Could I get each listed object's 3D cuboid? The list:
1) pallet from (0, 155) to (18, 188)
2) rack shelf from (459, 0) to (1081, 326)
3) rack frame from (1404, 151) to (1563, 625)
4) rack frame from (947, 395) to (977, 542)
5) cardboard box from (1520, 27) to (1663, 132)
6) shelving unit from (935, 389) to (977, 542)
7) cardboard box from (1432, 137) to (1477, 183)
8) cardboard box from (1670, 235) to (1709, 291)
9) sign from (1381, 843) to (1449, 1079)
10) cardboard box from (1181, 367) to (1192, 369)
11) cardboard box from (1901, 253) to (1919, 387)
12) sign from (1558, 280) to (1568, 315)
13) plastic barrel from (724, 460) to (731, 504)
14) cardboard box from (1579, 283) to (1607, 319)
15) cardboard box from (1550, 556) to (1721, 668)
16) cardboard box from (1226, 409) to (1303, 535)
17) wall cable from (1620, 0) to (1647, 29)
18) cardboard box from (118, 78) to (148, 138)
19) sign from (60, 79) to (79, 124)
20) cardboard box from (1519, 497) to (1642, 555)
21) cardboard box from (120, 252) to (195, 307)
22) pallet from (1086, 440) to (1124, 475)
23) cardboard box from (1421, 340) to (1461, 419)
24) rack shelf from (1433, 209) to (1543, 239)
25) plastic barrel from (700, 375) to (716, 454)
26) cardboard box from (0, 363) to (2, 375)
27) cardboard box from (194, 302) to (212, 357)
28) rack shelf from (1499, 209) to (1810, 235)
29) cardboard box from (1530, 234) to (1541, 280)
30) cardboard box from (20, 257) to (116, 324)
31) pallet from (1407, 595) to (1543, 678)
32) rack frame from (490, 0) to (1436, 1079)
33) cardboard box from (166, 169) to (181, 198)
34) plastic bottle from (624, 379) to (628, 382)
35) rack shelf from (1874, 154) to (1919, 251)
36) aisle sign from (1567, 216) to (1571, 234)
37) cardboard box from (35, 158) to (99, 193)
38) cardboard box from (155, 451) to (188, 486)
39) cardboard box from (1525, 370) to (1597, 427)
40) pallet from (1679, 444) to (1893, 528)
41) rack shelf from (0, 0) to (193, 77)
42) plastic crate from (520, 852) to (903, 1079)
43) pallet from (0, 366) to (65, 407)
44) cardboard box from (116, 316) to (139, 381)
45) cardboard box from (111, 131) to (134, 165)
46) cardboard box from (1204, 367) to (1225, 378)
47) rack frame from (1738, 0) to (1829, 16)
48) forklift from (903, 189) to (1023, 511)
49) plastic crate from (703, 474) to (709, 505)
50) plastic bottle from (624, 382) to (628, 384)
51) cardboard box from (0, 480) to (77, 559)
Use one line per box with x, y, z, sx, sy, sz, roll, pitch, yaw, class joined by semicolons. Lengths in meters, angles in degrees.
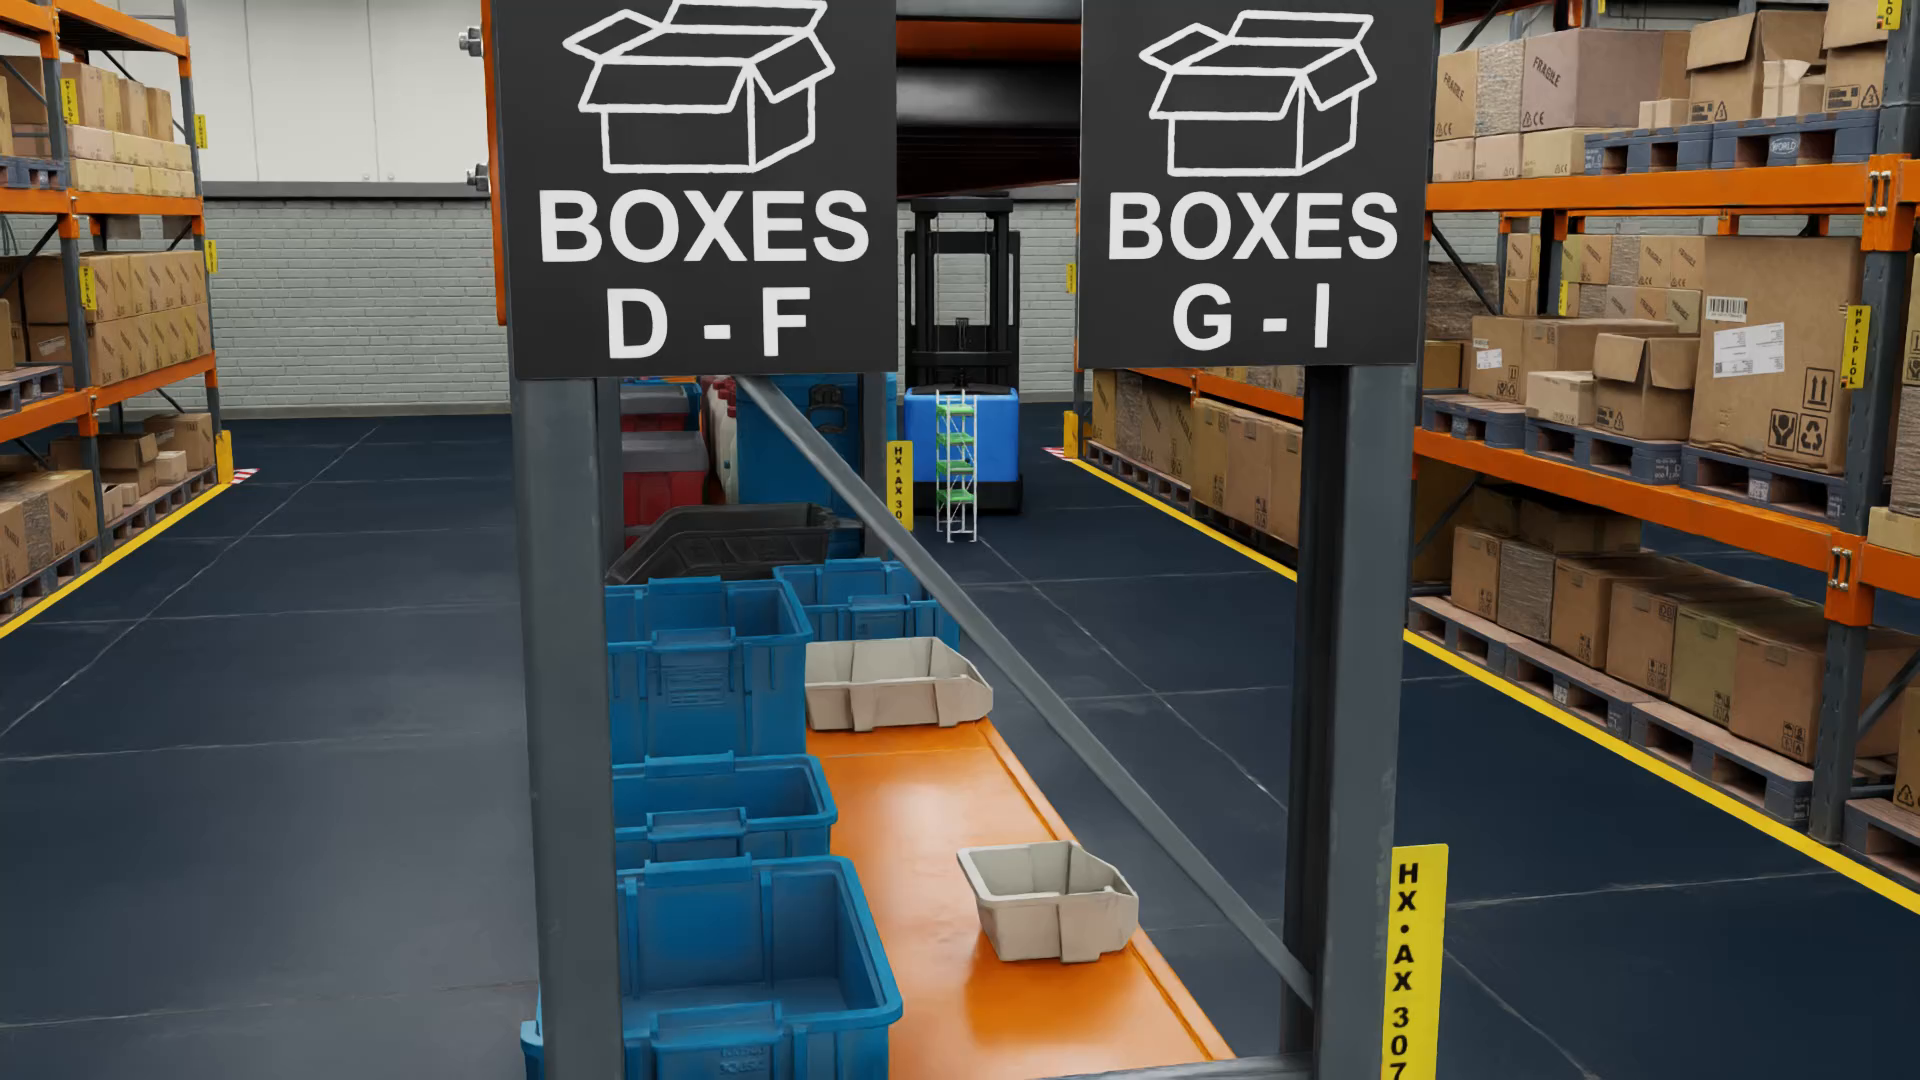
-6.912;-2.395;10.736;1.213;0.211;1.003;-2;11;-11;pallet
-0.370;-0.791;3.733;1.077;0.370;4.000;-2;11;-11;rack shelf
3.321;-0.952;10.674;1.000;3.000;0.127;-2;11;-11;rack frame
0.015;-0.575;13.509;0.240;1.200;0.015;-2;11;-11;rack frame
3.360;-2.439;8.863;0.500;0.500;0.500;-2;11;-13;cardboard box
-0.032;-0.620;13.744;0.258;1.200;0.503;-2;11;-11;shelving unit
3.163;-2.256;9.906;0.500;0.250;0.500;-2;11;-10;cardboard box
7.071;-2.610;15.650;0.500;0.500;0.500;-3;11;-13;cardboard box
0.559;0.541;2.094;0.100;0.325;0.005;-2;11;-11;sign
2.163;-1.606;14.783;0.380;0.149;0.250;-2;11;-11;cardboard box
3.937;-0.813;6.207;0.500;0.500;0.500;-2;11;-11;cardboard box
3.852;-1.503;10.686;0.100;0.325;0.005;-2;11;-11;sign
-0.866;-0.218;7.191;0.301;0.262;0.301;0;11;0;plastic barrel
6.784;-2.403;17.235;0.500;0.500;0.500;-2;11;-12;cardboard box
3.709;0.387;9.148;0.700;0.500;0.500;-1;11;-6;cardboard box
2.862;-0.567;13.214;1.225;0.875;0.875;-3;11;-13;cardboard box
10.103;-6.759;25.143;0.463;3.000;0.029;-2;11;-11;wall cable
-7.620;-3.797;14.659;0.700;0.500;0.500;-2;11;-11;cardboard box
-6.631;-3.268;12.383;0.100;0.325;0.005;-2;11;-11;sign
3.594;-0.090;9.648;0.500;0.250;0.500;-1;11;-5;cardboard box
-7.497;-2.435;15.528;0.500;0.500;0.500;-2;11;-9;cardboard box
1.998;-0.905;17.888;1.003;0.211;1.213;-2;11;-11;pallet
2.982;-1.082;11.093;0.500;0.500;0.500;-2;11;-9;cardboard box
2.932;-2.439;12.388;1.077;0.370;4.000;-2;11;-11;rack shelf
-1.150;-0.764;9.326;0.600;0.536;0.708;-2;11;-11;plastic barrel
-7.106;-1.362;11.441;0.700;0.500;0.500;0;11;-2;cardboard box
-7.599;-2.036;16.105;0.500;0.500;0.500;-2;11;-9;cardboard box
7.039;-3.334;17.093;1.077;0.370;4.000;-2;11;-11;rack shelf
6.581;-3.083;18.134;0.500;0.500;0.500;-2;11;-9;cardboard box
-6.990;-1.963;13.044;0.500;0.500;0.500;-2;11;-10;cardboard box
3.472;0.562;10.182;1.003;0.211;1.213;-2;11;-11;pallet
0.022;0.696;2.020;0.949;2.616;0.053;-2;11;-11;rack frame
-7.508;-3.282;15.299;0.500;0.250;0.500;-2;11;-11;cardboard box
-2.159;-0.903;10.760;0.097;0.271;0.097;0;11;0;plastic bottle
4.488;-0.971;4.679;1.077;0.370;4.000;-2;11;-11;rack shelf
6.930;-3.882;19.118;0.394;0.787;0.004;-2;11;-11;aisle sign
-7.026;-2.824;12.889;0.500;0.250;0.500;-2;11;-11;cardboard box
-7.450;-0.659;15.312;0.500;0.250;0.500;-2;11;-11;cardboard box
3.422;-0.769;8.990;0.500;0.250;0.500;-2;11;-13;cardboard box
4.093;-0.269;7.602;1.003;0.211;1.213;-2;11;-11;pallet
-7.564;-4.285;14.073;1.077;0.370;4.000;-2;11;-11;rack shelf
-0.372;0.688;2.458;0.499;0.251;0.616;-2;11;-11;plastic crate
-7.126;-1.081;11.867;1.003;0.211;1.213;-2;11;-11;pallet
-7.109;-1.572;13.666;0.500;0.500;0.500;-2;11;-10;cardboard box
-7.210;-3.253;13.808;0.500;0.250;0.500;-2;11;-11;cardboard box
2.387;-1.641;14.028;0.500;0.500;0.500;-2;11;-11;cardboard box
7.428;-4.794;14.818;1.000;3.000;0.127;-2;11;-11;rack frame
0.023;-1.933;16.011;1.130;2.935;3.031;0;11;0;forklift
-1.375;-0.243;7.517;0.450;0.188;0.662;-2;11;-11;plastic crate
-2.122;-0.867;10.573;0.097;0.271;0.097;0;11;0;plastic bottle
-6.710;-0.143;11.933;0.500;0.500;0.500;-2;11;-11;cardboard box
